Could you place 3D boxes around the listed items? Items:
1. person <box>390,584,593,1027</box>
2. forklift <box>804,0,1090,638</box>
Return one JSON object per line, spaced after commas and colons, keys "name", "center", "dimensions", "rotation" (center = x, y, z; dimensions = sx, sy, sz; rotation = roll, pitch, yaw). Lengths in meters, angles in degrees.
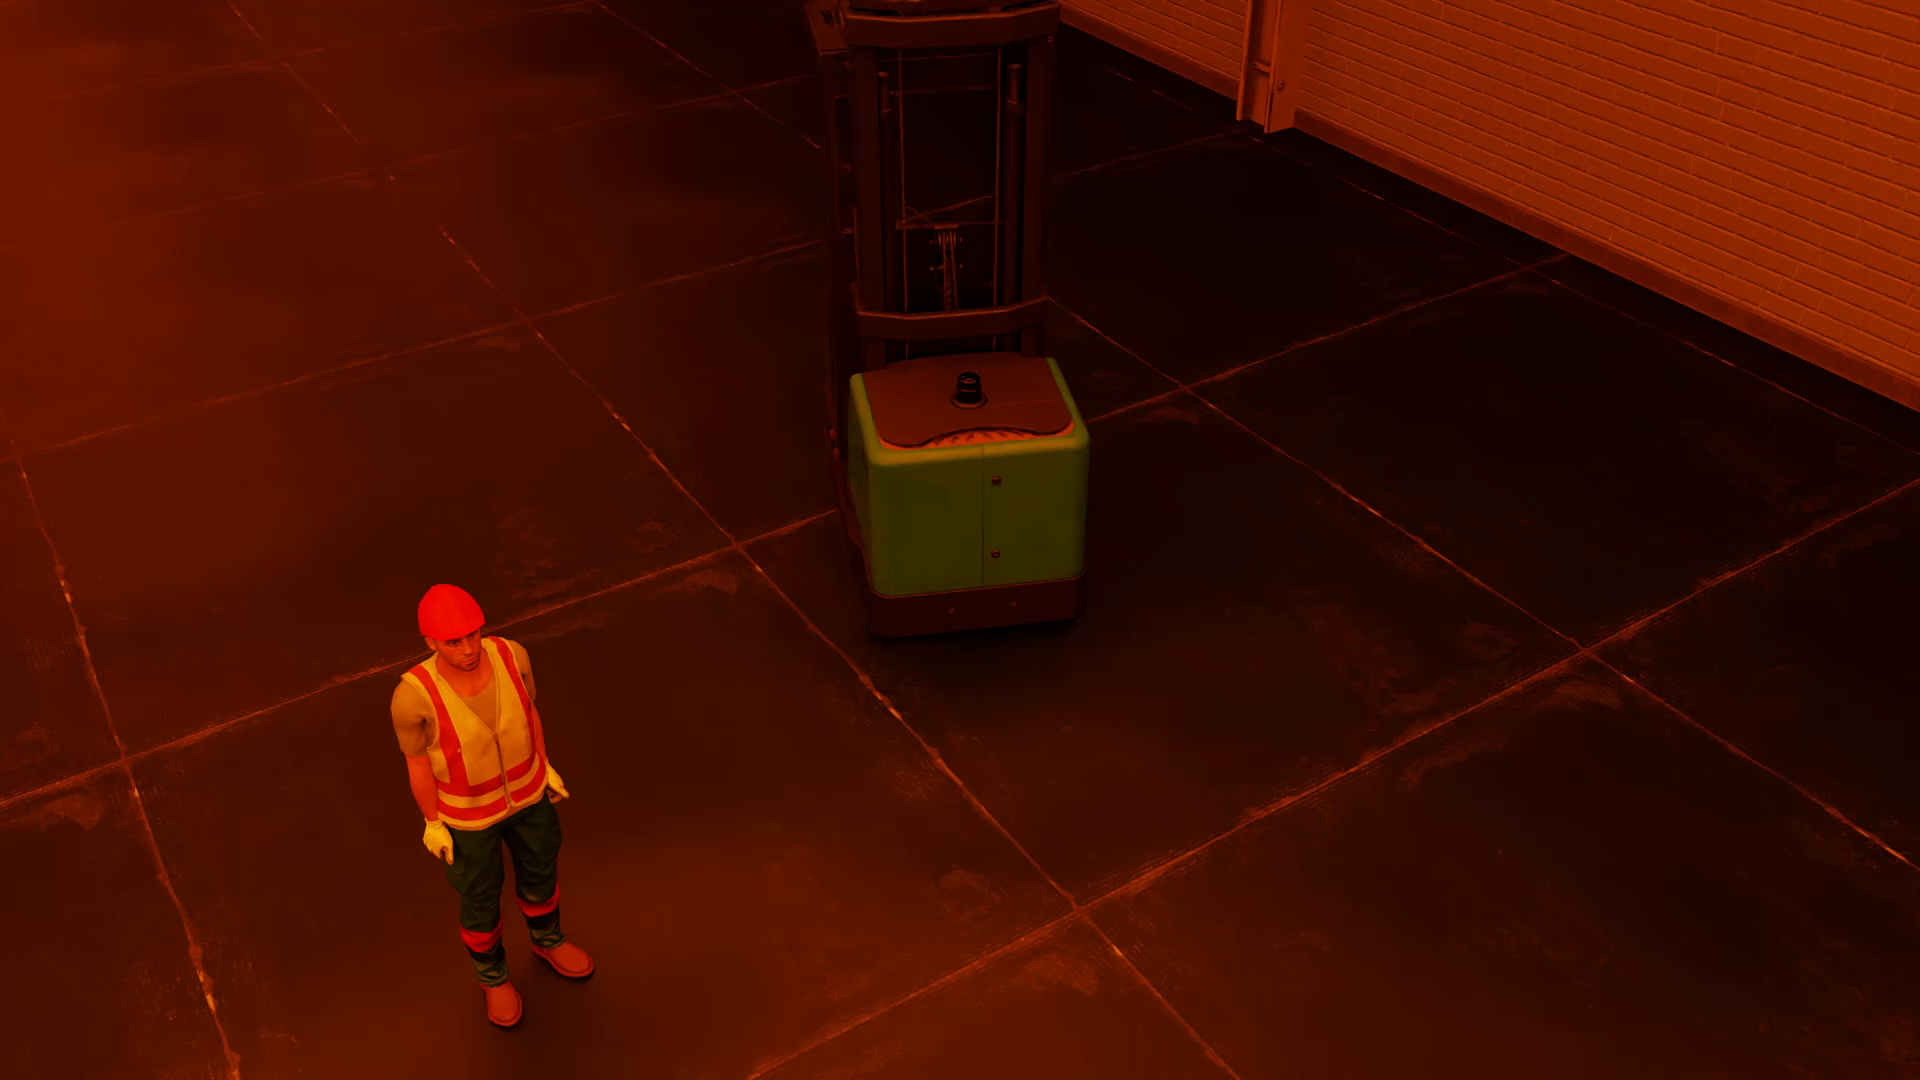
{"name": "person", "center": [-1.632, 0.919, 5.835], "dimensions": [0.526, 1.794, 0.381], "rotation": [-29, 44, -34]}
{"name": "forklift", "center": [-0.152, -1.574, 8.387], "dimensions": [1.130, 2.935, 3.031], "rotation": [-6, 35, -8]}
